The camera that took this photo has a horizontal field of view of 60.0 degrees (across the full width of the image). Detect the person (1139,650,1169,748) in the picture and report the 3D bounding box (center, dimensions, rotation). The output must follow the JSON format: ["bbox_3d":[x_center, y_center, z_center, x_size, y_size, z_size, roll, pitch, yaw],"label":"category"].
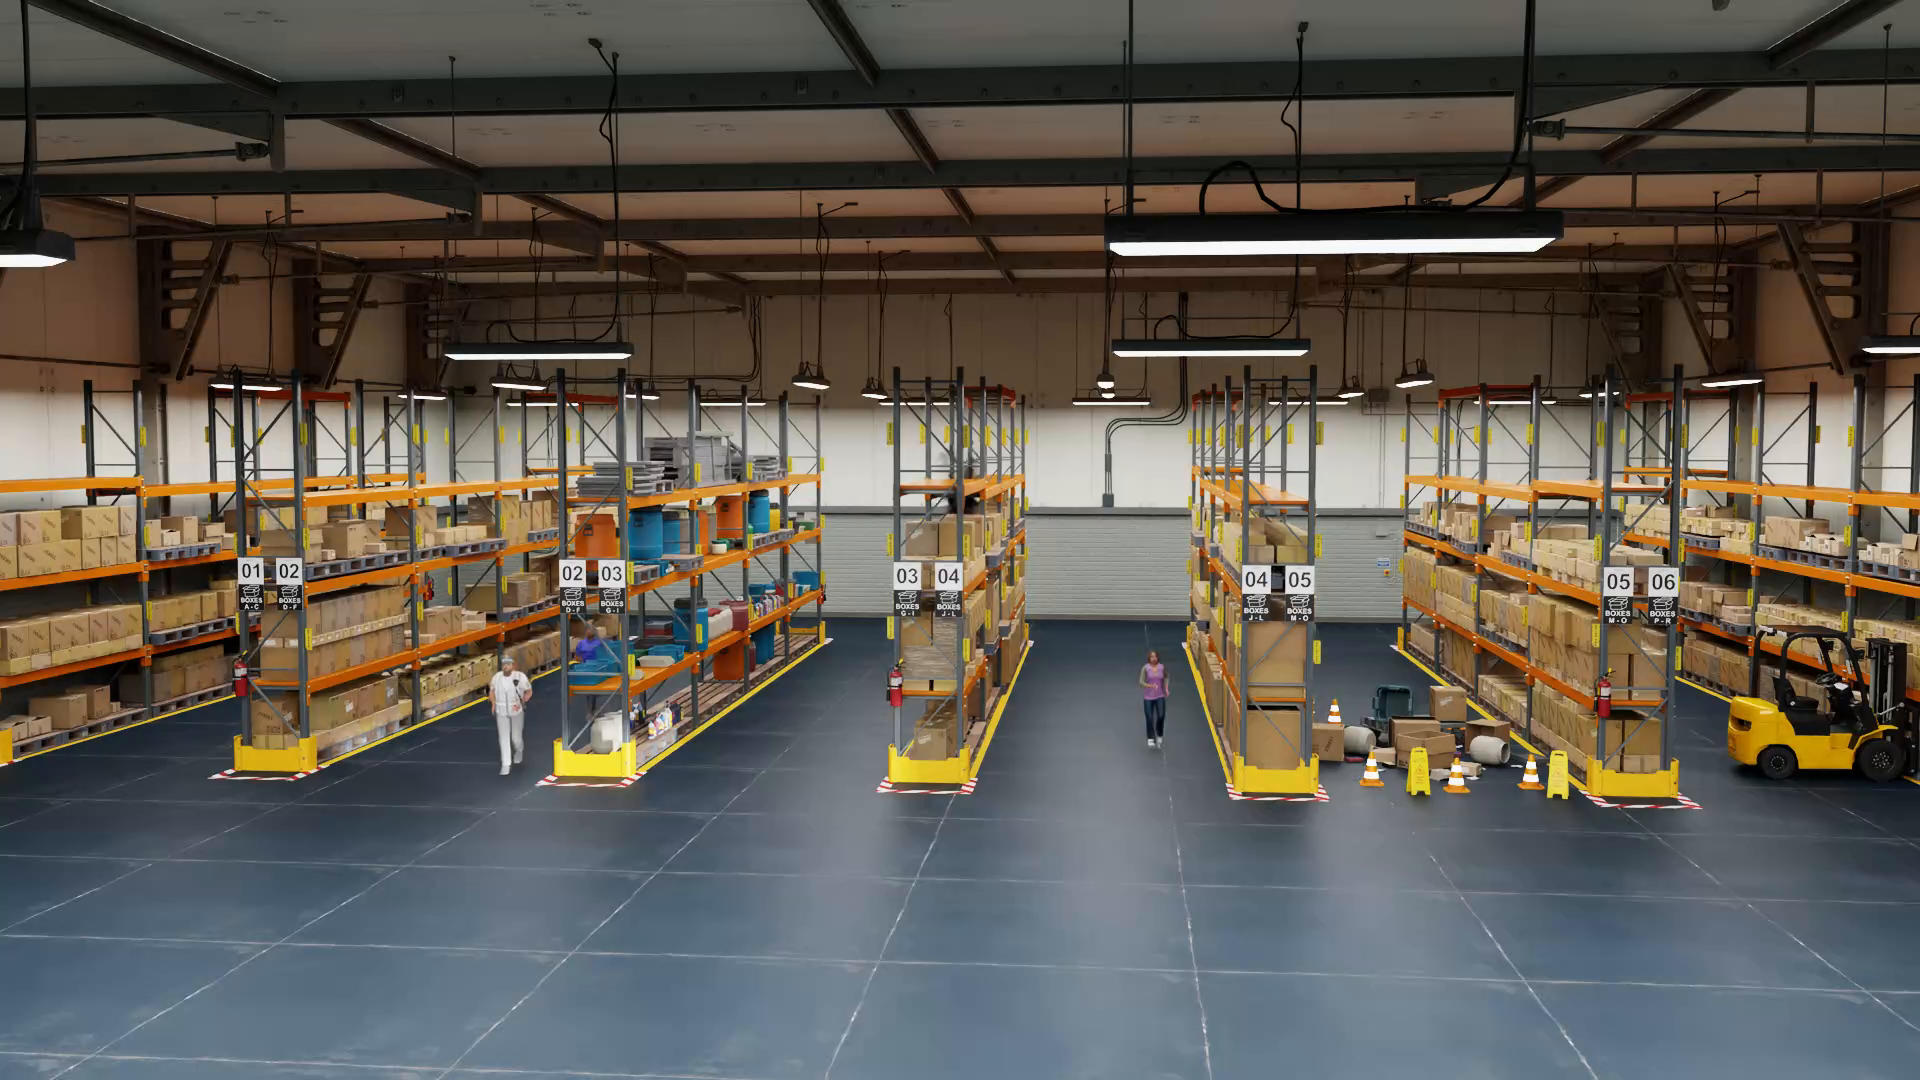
[{"bbox_3d":[3.118,2.546,26.608,0.510,1.578,0.644,0,4,0],"label":"person"}]

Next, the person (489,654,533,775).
[{"bbox_3d":[-6.715,2.570,24.869,0.654,1.772,0.800,0,4,-5],"label":"person"}]

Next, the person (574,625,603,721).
[{"bbox_3d":[-6.531,2.323,29.408,0.586,1.646,0.891,0,4,2],"label":"person"}]
